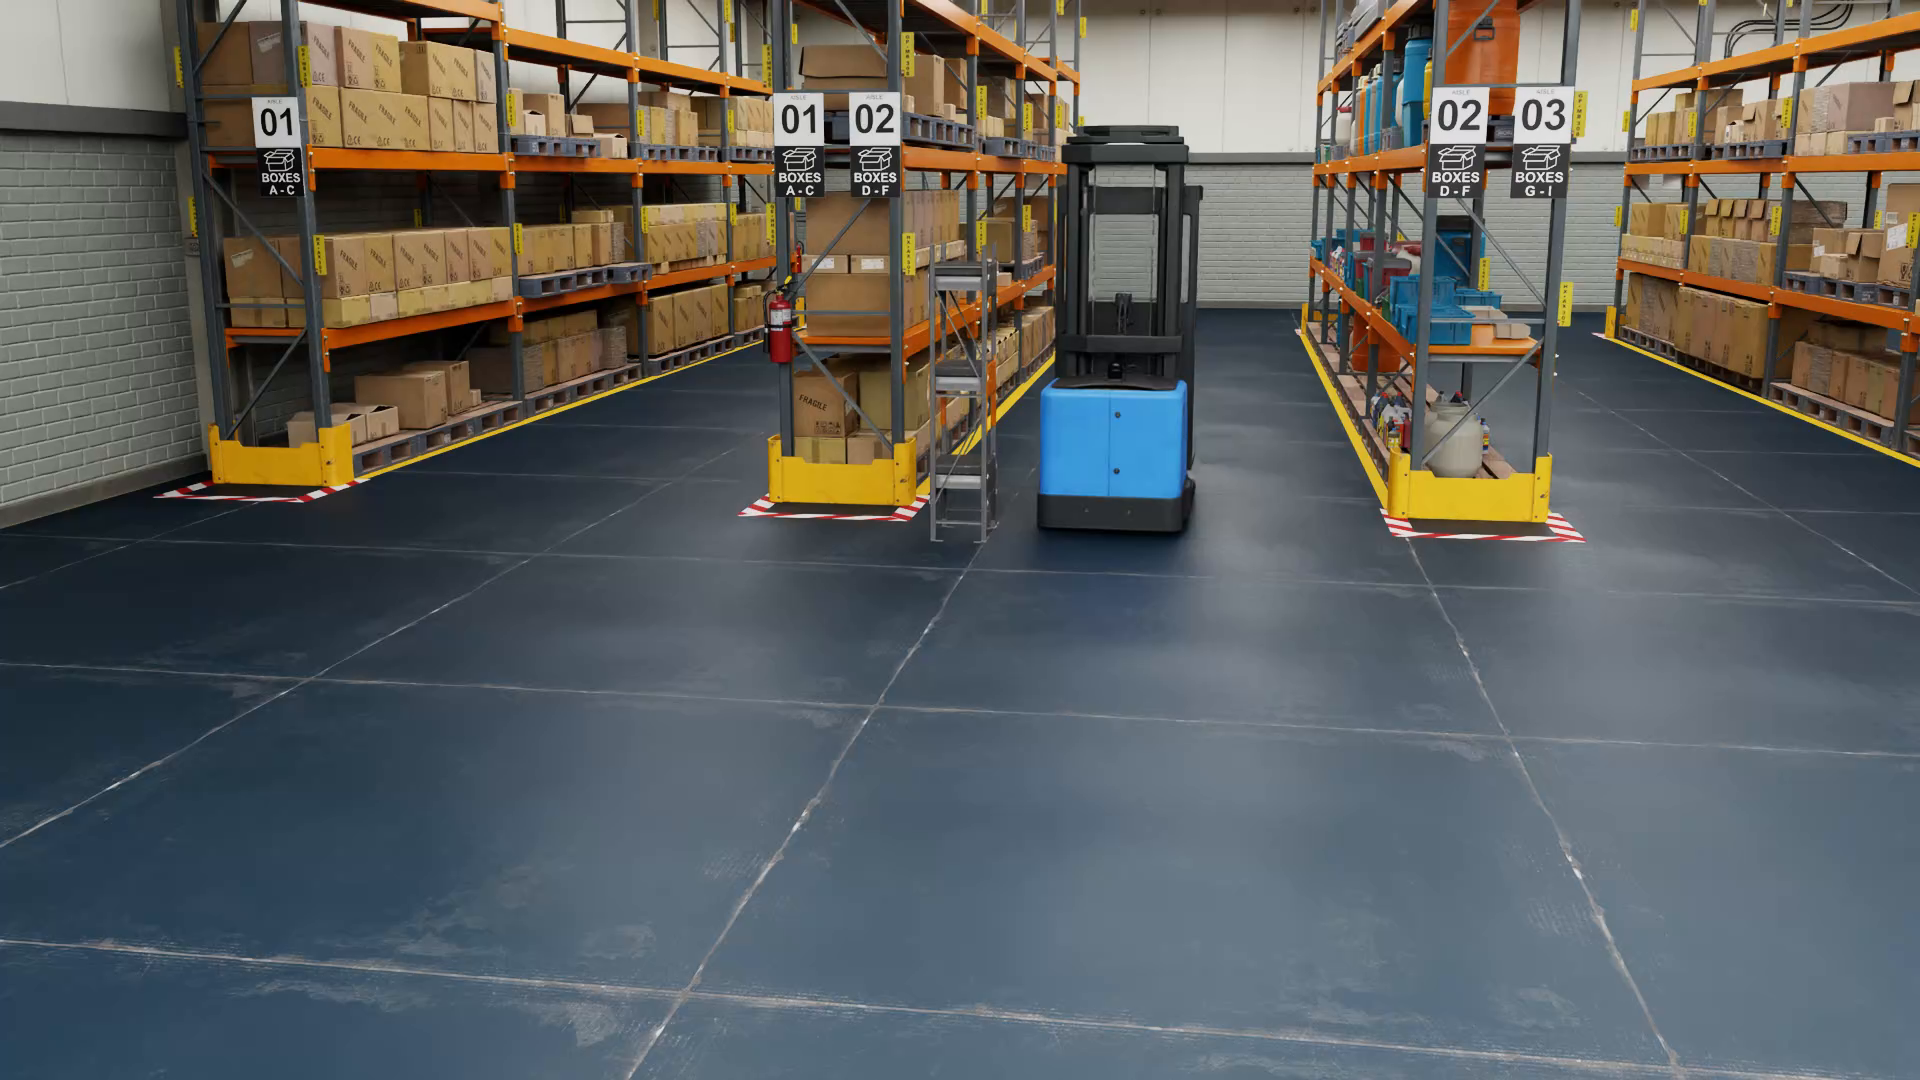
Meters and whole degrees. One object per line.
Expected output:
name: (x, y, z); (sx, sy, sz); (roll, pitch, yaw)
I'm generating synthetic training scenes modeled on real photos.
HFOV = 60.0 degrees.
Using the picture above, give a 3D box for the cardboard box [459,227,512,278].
cardboard box: (-4.996, -2.984, 17.246); (0.500, 0.500, 0.500); (2, 12, 9)

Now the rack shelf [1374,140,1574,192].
rack shelf: (4.253, -3.166, 14.153); (1.077, 0.370, 4.000); (2, 12, 9)

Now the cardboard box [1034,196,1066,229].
cardboard box: (1.406, -5.136, 26.093); (0.500, 0.500, 0.500); (2, 12, 7)

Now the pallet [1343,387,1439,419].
pallet: (4.828, -1.524, 18.565); (1.003, 0.211, 1.213); (2, 12, 9)

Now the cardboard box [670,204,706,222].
cardboard box: (-3.984, -4.707, 23.944); (0.500, 0.250, 0.500); (2, 12, 10)

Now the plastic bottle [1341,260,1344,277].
plastic bottle: (4.948, -3.488, 21.365); (0.097, 0.271, 0.097); (0, 12, 0)

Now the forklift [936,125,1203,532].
forklift: (0.985, -1.736, 13.089); (1.782, 2.935, 3.295); (2, 12, 10)

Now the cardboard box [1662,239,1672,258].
cardboard box: (10.571, -4.253, 24.258); (0.500, 0.250, 0.500); (2, 12, 10)

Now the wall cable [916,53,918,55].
wall cable: (0.513, -10.249, 33.571); (3.097, 2.526, 0.112); (2, 12, 9)

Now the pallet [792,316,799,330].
pallet: (-3.428, -3.755, 28.915); (1.003, 0.211, 1.213); (2, 12, 9)

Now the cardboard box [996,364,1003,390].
cardboard box: (0.210, -1.886, 19.157); (0.500, 0.250, 0.500); (2, 12, 10)

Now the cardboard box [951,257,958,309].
cardboard box: (-0.395, -2.585, 16.633); (0.700, 0.500, 0.500); (2, 12, 7)

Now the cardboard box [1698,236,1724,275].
cardboard box: (10.291, -3.829, 22.405); (0.500, 0.500, 0.500); (2, 12, 9)

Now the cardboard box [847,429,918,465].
cardboard box: (-0.646, -0.762, 13.940); (0.500, 0.250, 0.500); (2, 12, 9)

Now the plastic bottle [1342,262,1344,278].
plastic bottle: (4.918, -3.448, 21.177); (0.097, 0.271, 0.097); (0, 12, 0)

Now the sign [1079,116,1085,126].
sign: (2.058, -7.004, 28.152); (0.100, 0.325, 0.005); (2, 12, 9)

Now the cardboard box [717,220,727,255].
cardboard box: (-3.820, -4.554, 25.014); (0.500, 0.500, 0.500); (2, 12, 8)

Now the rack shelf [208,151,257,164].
rack shelf: (-5.536, -3.583, 15.622); (0.919, 0.124, 3.809); (2, 12, 9)

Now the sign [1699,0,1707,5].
sign: (10.141, -7.463, 22.668); (0.100, 0.325, 0.005); (2, 12, 9)

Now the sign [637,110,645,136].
sign: (-4.077, -5.323, 21.224); (0.100, 0.325, 0.005); (2, 12, 9)

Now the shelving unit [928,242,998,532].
shelving unit: (0.026, -1.061, 11.934); (0.431, 2.100, 0.499); (2, 12, 9)

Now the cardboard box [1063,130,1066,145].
cardboard box: (1.381, -6.233, 25.845); (0.500, 0.250, 0.500); (2, 12, 9)

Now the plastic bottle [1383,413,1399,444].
plastic bottle: (3.882, -0.996, 14.915); (0.152, 0.276, 0.135); (2, 12, 7)

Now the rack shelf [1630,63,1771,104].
rack shelf: (10.993, -6.775, 24.725); (1.077, 0.370, 4.000); (2, 12, 9)

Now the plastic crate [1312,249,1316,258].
plastic crate: (5.808, -4.620, 26.796); (0.250, 0.136, 0.298); (2, 12, 9)

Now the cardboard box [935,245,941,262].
cardboard box: (-0.360, -2.667, 15.473); (0.380, 0.149, 0.250); (2, 12, 10)

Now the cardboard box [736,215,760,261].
cardboard box: (-3.781, -4.865, 26.736); (0.980, 0.700, 0.700); (2, 12, 7)

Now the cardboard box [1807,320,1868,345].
cardboard box: (9.997, -2.359, 18.930); (0.500, 0.250, 0.500); (2, 12, 11)

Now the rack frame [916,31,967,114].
rack frame: (-0.336, -5.562, 16.442); (0.949, 2.616, 0.053); (2, 12, 9)

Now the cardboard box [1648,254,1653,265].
cardboard box: (10.646, -4.245, 25.165); (0.380, 0.149, 0.250); (2, 12, 10)

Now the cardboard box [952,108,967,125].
cardboard box: (-0.229, -4.355, 17.323); (0.500, 0.250, 0.500); (3, 13, 15)

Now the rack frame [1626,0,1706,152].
rack frame: (11.300, -7.738, 26.539); (1.000, 3.000, 0.127); (2, 12, 9)

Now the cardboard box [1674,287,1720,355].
cardboard box: (10.607, -3.006, 22.866); (1.225, 0.875, 0.875); (2, 12, 9)

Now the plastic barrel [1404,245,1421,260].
plastic barrel: (5.104, -2.969, 18.328); (0.433, 0.535, 0.433); (0, 12, 0)

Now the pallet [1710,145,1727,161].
pallet: (10.593, -5.153, 22.119); (0.805, 0.209, 1.217); (1, 12, 6)

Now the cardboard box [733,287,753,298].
cardboard box: (-3.549, -3.972, 26.703); (0.380, 0.149, 0.250); (2, 12, 11)

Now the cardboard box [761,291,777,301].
cardboard box: (-3.469, -4.017, 28.450); (0.700, 0.500, 0.500); (2, 12, 8)

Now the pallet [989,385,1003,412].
pallet: (-0.073, -1.675, 19.266); (1.003, 0.211, 1.213); (2, 12, 9)

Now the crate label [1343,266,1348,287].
crate label: (4.741, -3.143, 19.856); (0.303, 0.233, 0.416); (2, 12, 9)

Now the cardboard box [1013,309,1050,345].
cardboard box: (1.020, -3.073, 24.022); (0.500, 0.500, 0.500); (2, 12, 9)

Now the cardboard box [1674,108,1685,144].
cardboard box: (10.833, -6.019, 24.210); (0.700, 0.500, 0.500); (3, 12, 12)

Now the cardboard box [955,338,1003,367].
cardboard box: (0.212, -2.163, 19.107); (0.500, 0.311, 0.500); (2, 12, 10)

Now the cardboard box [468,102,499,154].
cardboard box: (-5.062, -4.200, 16.958); (0.500, 0.500, 0.500); (2, 12, 10)

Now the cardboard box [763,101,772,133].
cardboard box: (-3.385, -6.927, 27.237); (0.500, 0.500, 0.500); (1, 12, 6)

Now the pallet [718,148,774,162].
pallet: (-3.672, -6.300, 27.199); (1.003, 0.211, 1.213); (2, 12, 9)

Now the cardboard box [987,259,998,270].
cardboard box: (0.183, -3.344, 20.602); (0.500, 0.311, 0.500); (3, 12, 12)

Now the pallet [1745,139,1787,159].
pallet: (10.117, -4.650, 19.778); (1.213, 0.211, 1.003); (2, 12, 11)

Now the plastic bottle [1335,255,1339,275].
plastic bottle: (5.121, -3.722, 22.450); (0.097, 0.271, 0.097); (0, 12, 0)

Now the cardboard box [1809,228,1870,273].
cardboard box: (10.026, -3.281, 18.862); (0.500, 0.500, 0.500); (0, 12, 2)

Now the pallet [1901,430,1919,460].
pallet: (9.386, -0.803, 15.220); (1.003, 0.211, 1.213); (2, 12, 9)

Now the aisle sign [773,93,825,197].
aisle sign: (-1.249, -3.063, 12.916); (0.394, 0.787, 0.004); (2, 12, 9)

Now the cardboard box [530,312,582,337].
cardboard box: (10.653, -4.184, 22.107); (30.560, 2.479, 9.718); (2, 12, 8)

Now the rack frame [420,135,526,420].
rack frame: (-5.228, -2.789, 17.814); (1.000, 3.000, 0.127); (2, 12, 9)

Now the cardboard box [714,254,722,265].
cardboard box: (-3.786, -4.208, 24.950); (0.380, 0.149, 0.250); (2, 12, 10)

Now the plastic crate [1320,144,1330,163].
plastic crate: (5.761, -5.923, 25.518); (0.437, 0.282, 0.530); (2, 12, 9)

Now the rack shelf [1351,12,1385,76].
rack shelf: (4.868, -5.270, 17.743); (1.077, 0.370, 4.000); (2, 12, 9)

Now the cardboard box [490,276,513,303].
cardboard box: (-5.002, -2.617, 17.325); (0.500, 0.250, 0.500); (2, 12, 9)

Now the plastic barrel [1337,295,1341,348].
plastic barrel: (5.691, -3.200, 23.706); (0.600, 0.901, 0.708); (2, 12, 9)

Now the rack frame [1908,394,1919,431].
rack frame: (9.458, -2.307, 15.580); (0.949, 2.616, 0.053); (2, 12, 9)
